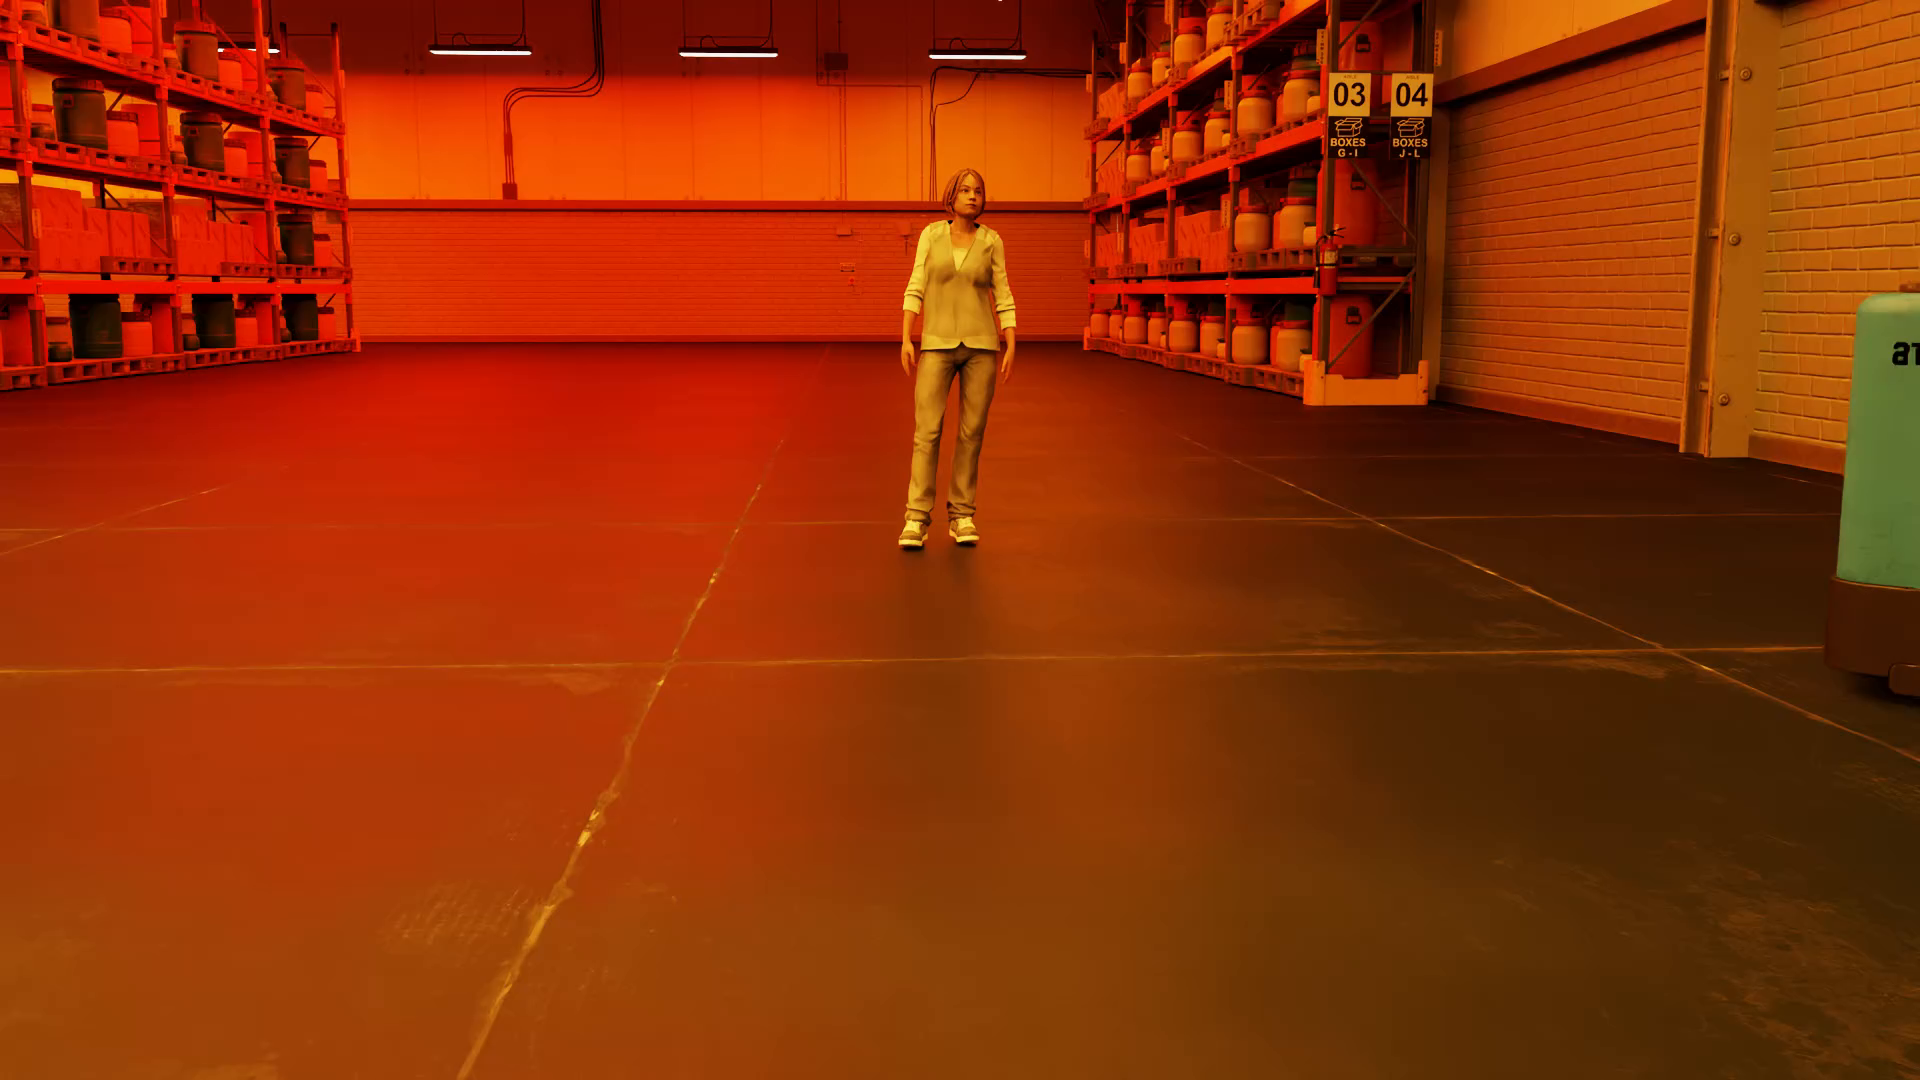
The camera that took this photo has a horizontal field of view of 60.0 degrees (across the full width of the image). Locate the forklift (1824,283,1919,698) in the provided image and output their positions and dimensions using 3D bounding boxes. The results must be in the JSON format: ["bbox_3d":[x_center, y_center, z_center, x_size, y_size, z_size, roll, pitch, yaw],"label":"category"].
[{"bbox_3d":[3.794,-0.945,3.693,3.031,2.935,1.130,7,11,41],"label":"forklift"}]

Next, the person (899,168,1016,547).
[{"bbox_3d":[-0.010,-0.786,7.118,0.520,1.597,0.475,-1,8,-4],"label":"person"}]
